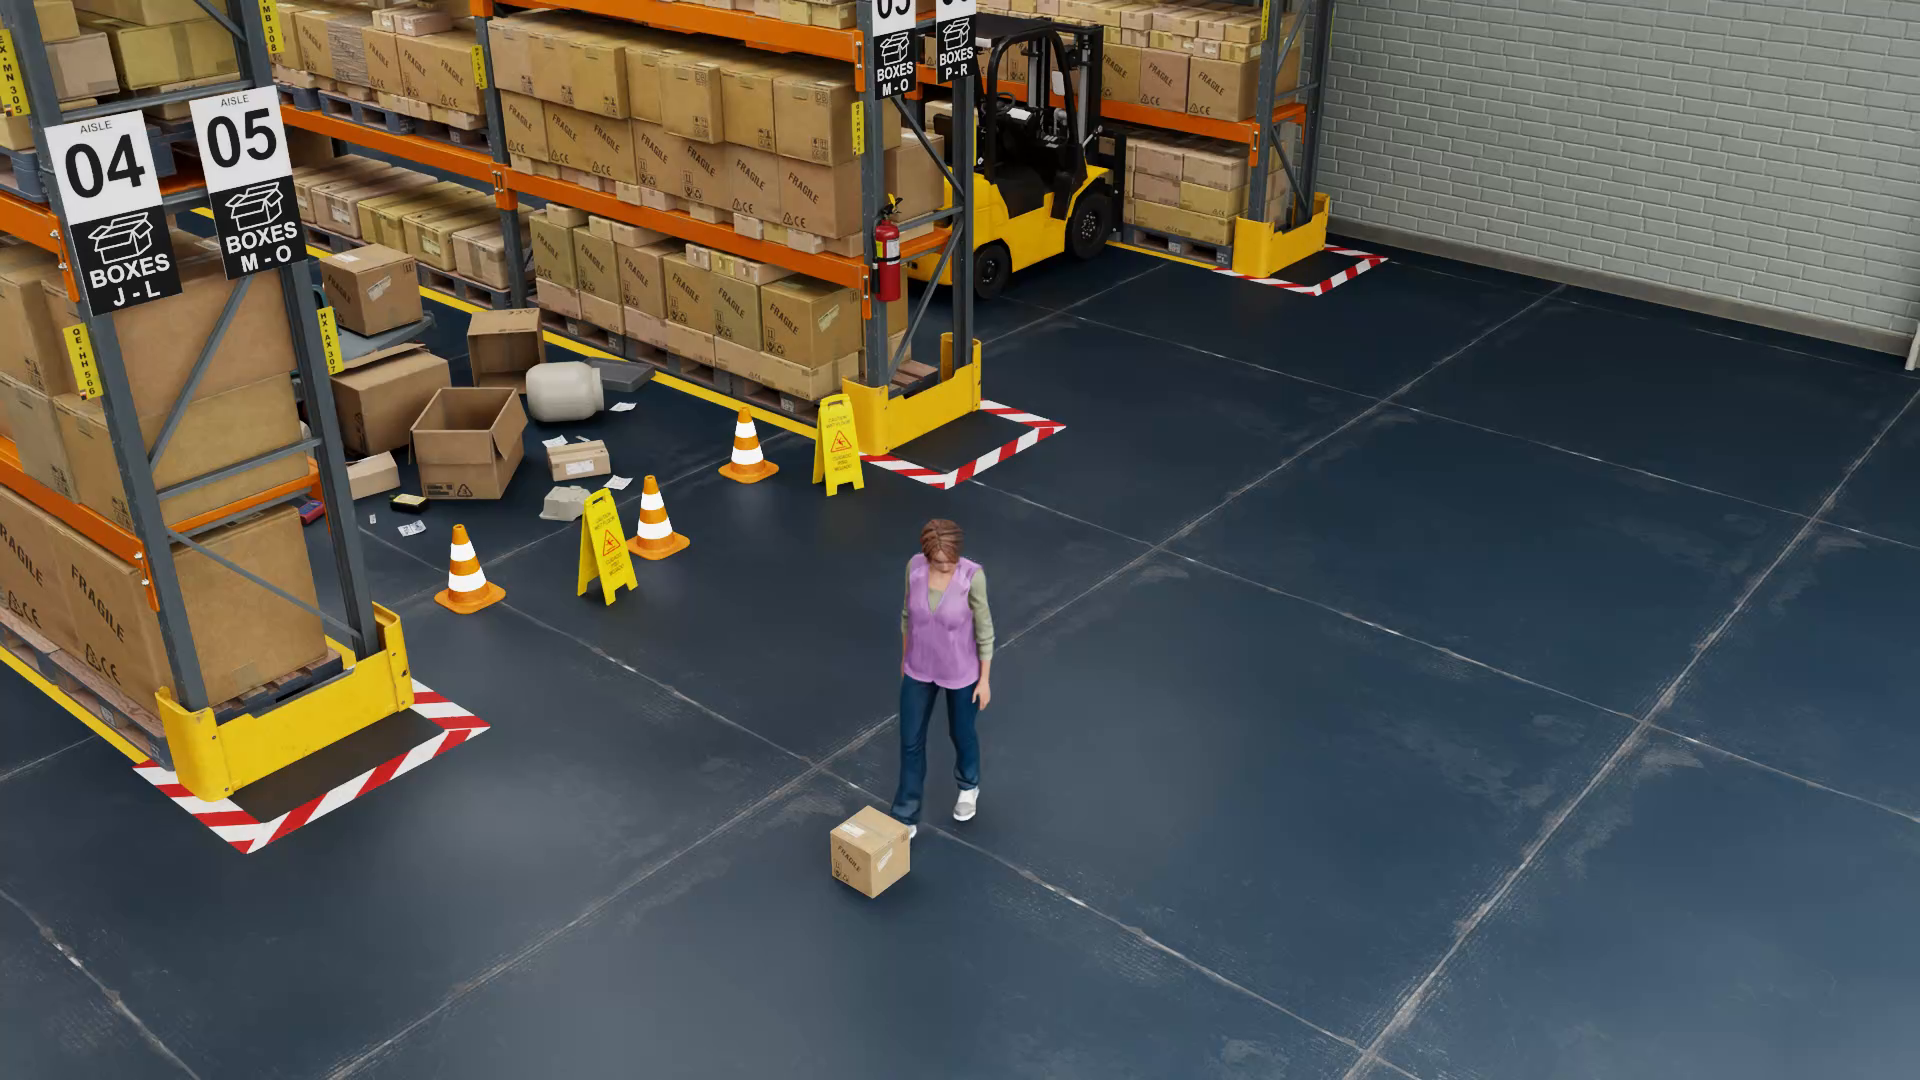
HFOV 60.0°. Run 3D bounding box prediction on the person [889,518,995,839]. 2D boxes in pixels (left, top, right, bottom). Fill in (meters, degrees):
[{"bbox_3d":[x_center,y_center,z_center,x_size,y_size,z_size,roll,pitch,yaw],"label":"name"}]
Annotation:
[{"bbox_3d":[-0.098,0.647,7.388,0.455,1.564,0.671,9,29,16],"label":"person"}]
